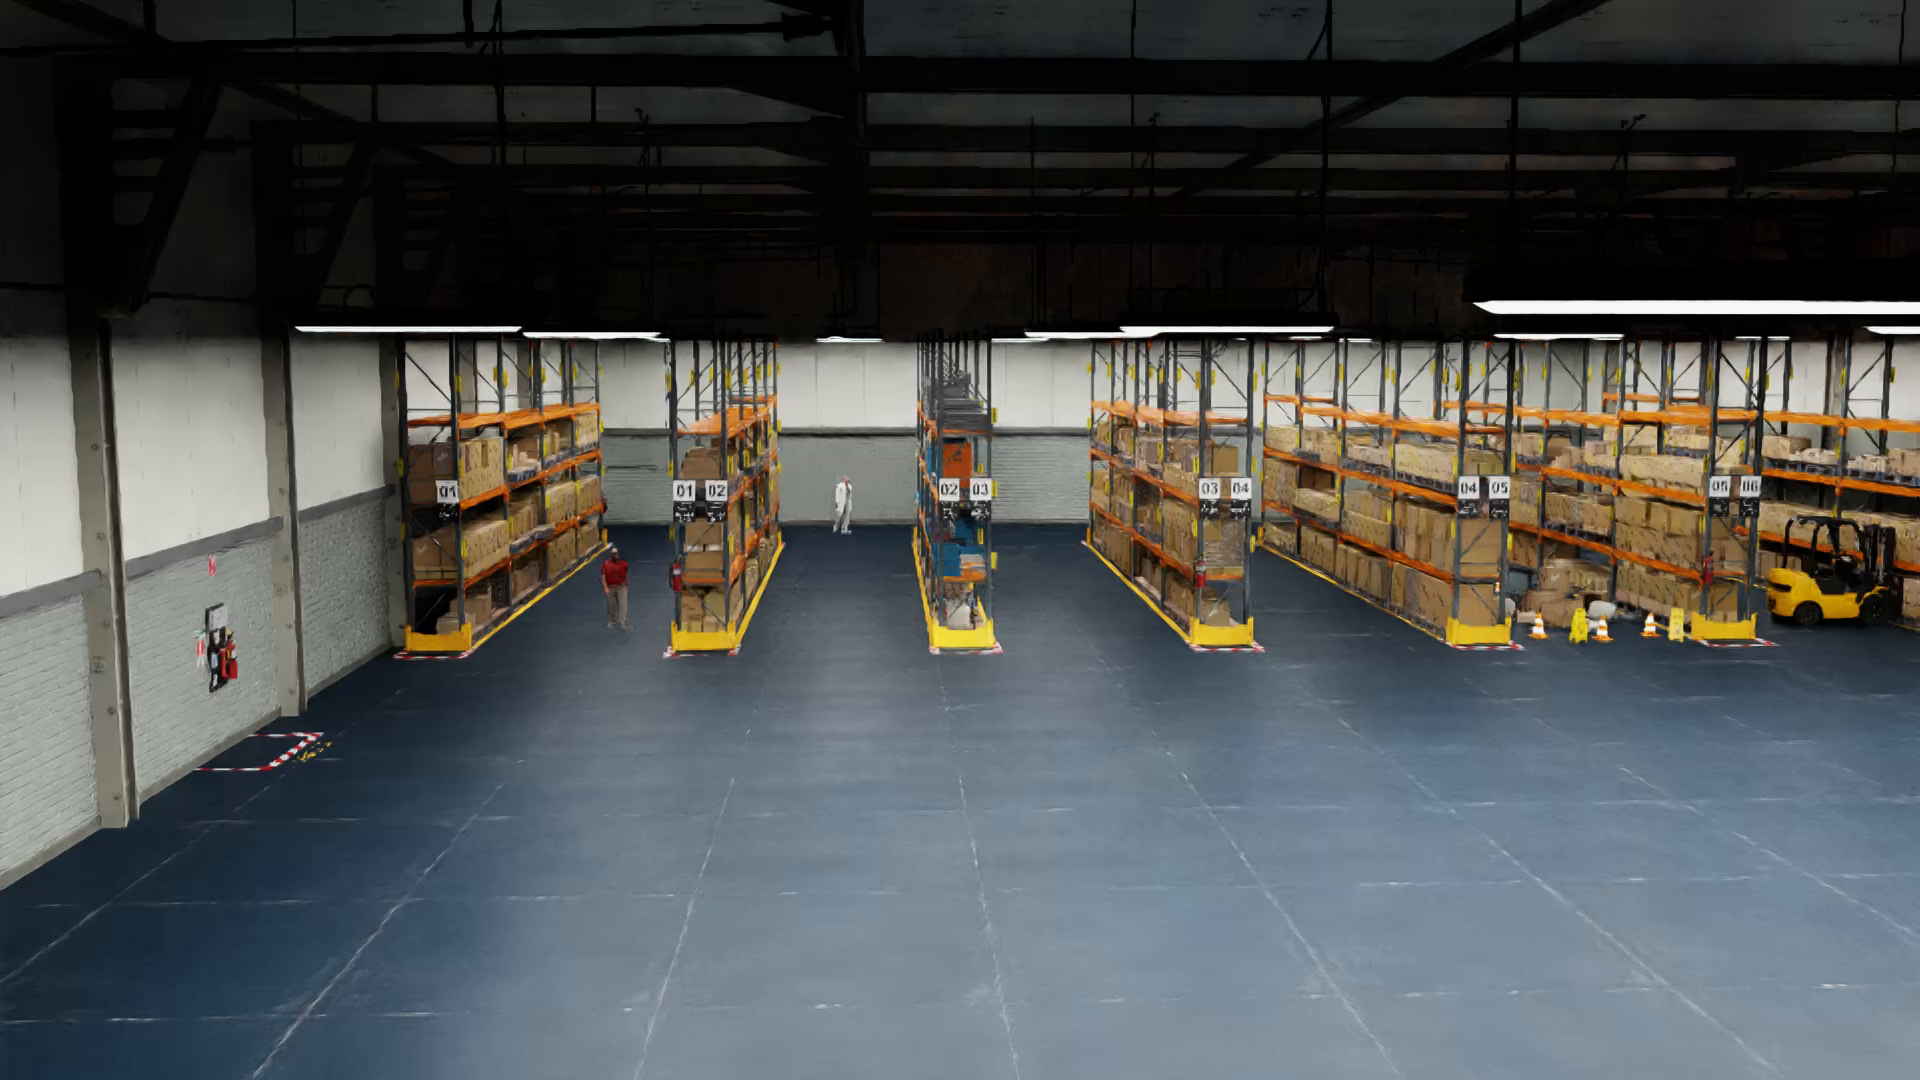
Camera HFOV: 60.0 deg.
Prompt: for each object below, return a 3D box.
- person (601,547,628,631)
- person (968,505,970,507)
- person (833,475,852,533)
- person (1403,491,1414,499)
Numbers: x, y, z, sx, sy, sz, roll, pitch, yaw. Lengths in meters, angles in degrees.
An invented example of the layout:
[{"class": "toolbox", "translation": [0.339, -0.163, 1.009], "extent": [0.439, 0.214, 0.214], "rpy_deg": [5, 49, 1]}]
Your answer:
[{"class": "person", "translation": [-6.907, 0.965, 33.285], "extent": [0.536, 1.658, 1.036], "rpy_deg": [-1, 7, -11]}, {"class": "person", "translation": [0.215, -0.920, 49.400], "extent": [0.443, 1.669, 0.645], "rpy_deg": [5, 8, 37]}, {"class": "person", "translation": [-3.577, -1.116, 50.638], "extent": [0.615, 1.767, 0.622], "rpy_deg": [-5, 9, -38]}, {"class": "person", "translation": [12.508, -0.637, 46.551], "extent": [0.582, 1.767, 0.750], "rpy_deg": [0, 7, -1]}]
